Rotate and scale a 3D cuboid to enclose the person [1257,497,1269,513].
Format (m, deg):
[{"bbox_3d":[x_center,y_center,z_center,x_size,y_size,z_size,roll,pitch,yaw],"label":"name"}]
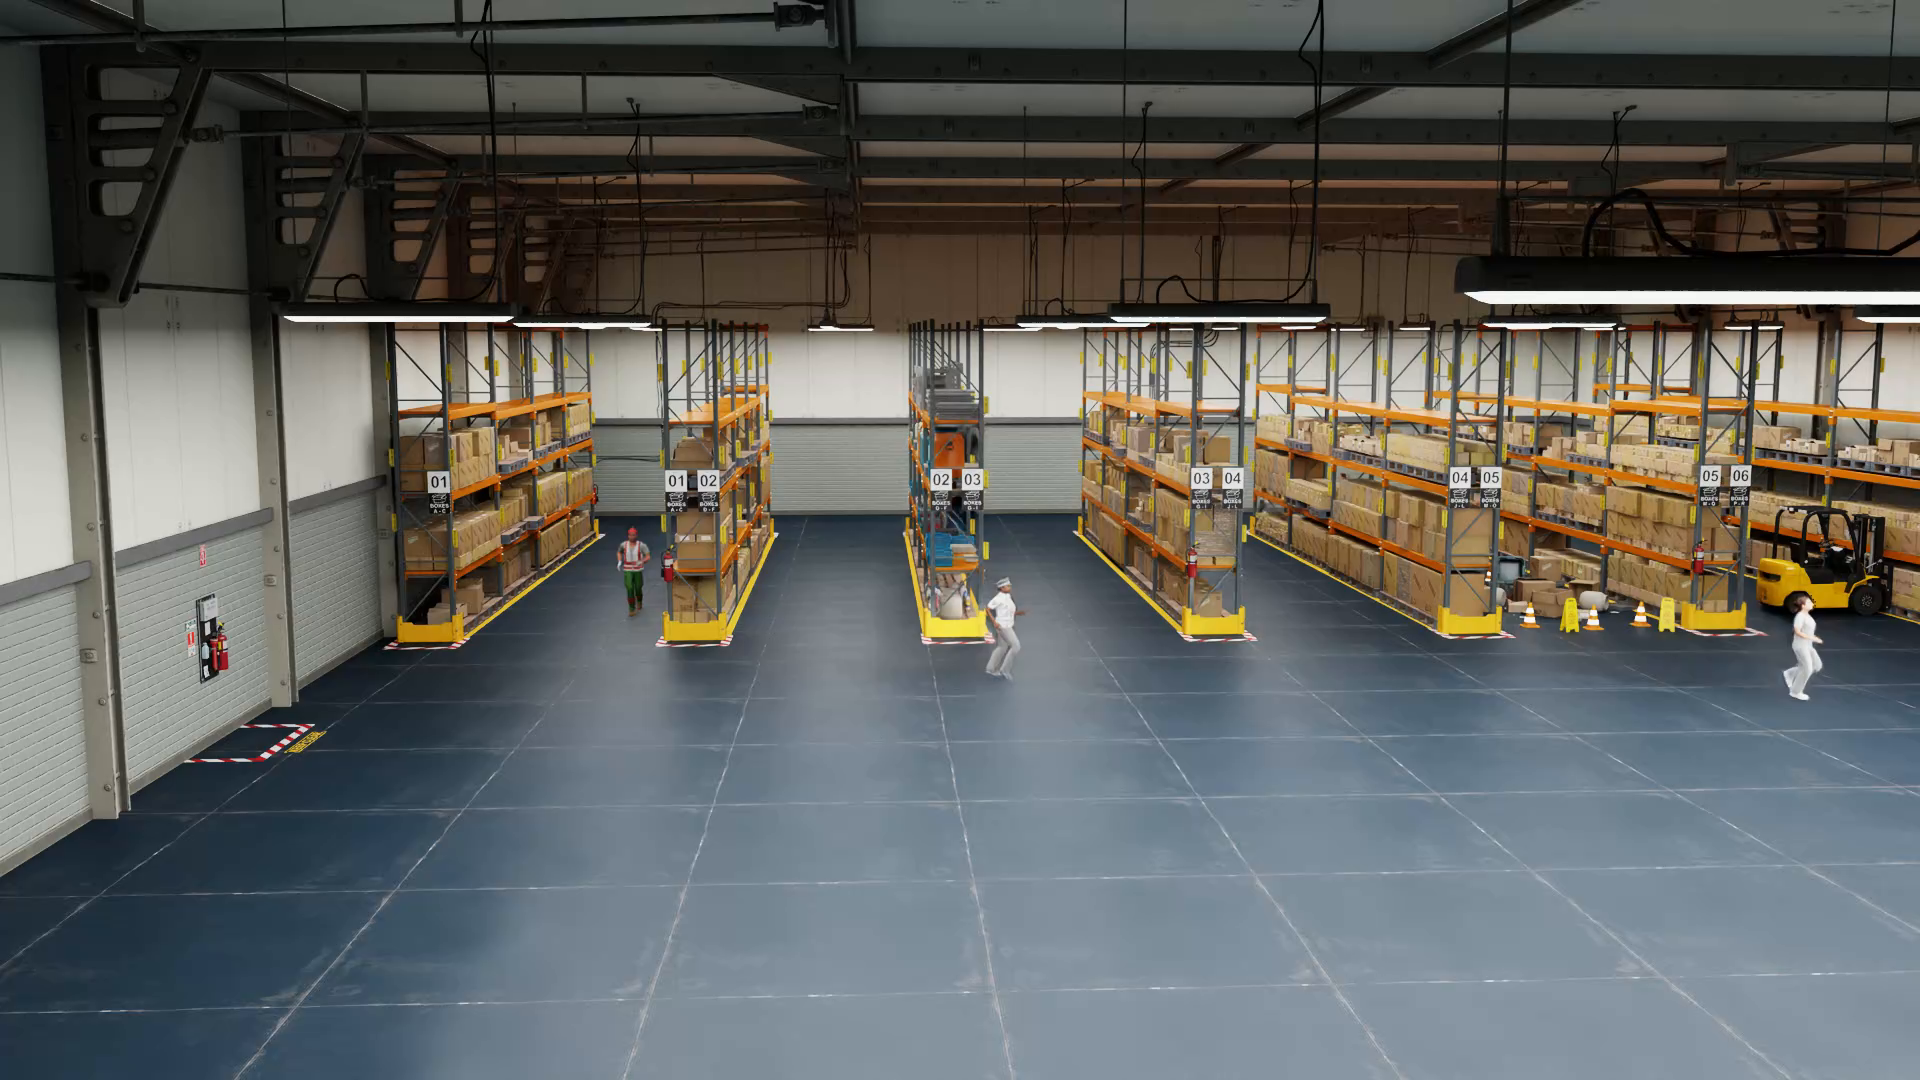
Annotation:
[{"bbox_3d":[8.999,-1.161,49.251,0.544,1.605,0.679,4,8,30],"label":"person"}]

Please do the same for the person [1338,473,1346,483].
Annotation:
[{"bbox_3d":[11.202,-1.147,48.967,0.640,1.652,0.547,-1,7,-7],"label":"person"}]

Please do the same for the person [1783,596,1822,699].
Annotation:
[{"bbox_3d":[13.291,1.687,26.206,0.578,1.636,0.601,6,9,41],"label":"person"}]

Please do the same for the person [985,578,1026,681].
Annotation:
[{"bbox_3d":[0.751,1.481,27.662,0.713,1.731,0.542,2,7,14],"label":"person"}]

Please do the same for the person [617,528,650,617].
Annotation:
[{"bbox_3d":[-6.672,0.634,33.983,0.680,1.777,0.884,-1,7,-6],"label":"person"}]
